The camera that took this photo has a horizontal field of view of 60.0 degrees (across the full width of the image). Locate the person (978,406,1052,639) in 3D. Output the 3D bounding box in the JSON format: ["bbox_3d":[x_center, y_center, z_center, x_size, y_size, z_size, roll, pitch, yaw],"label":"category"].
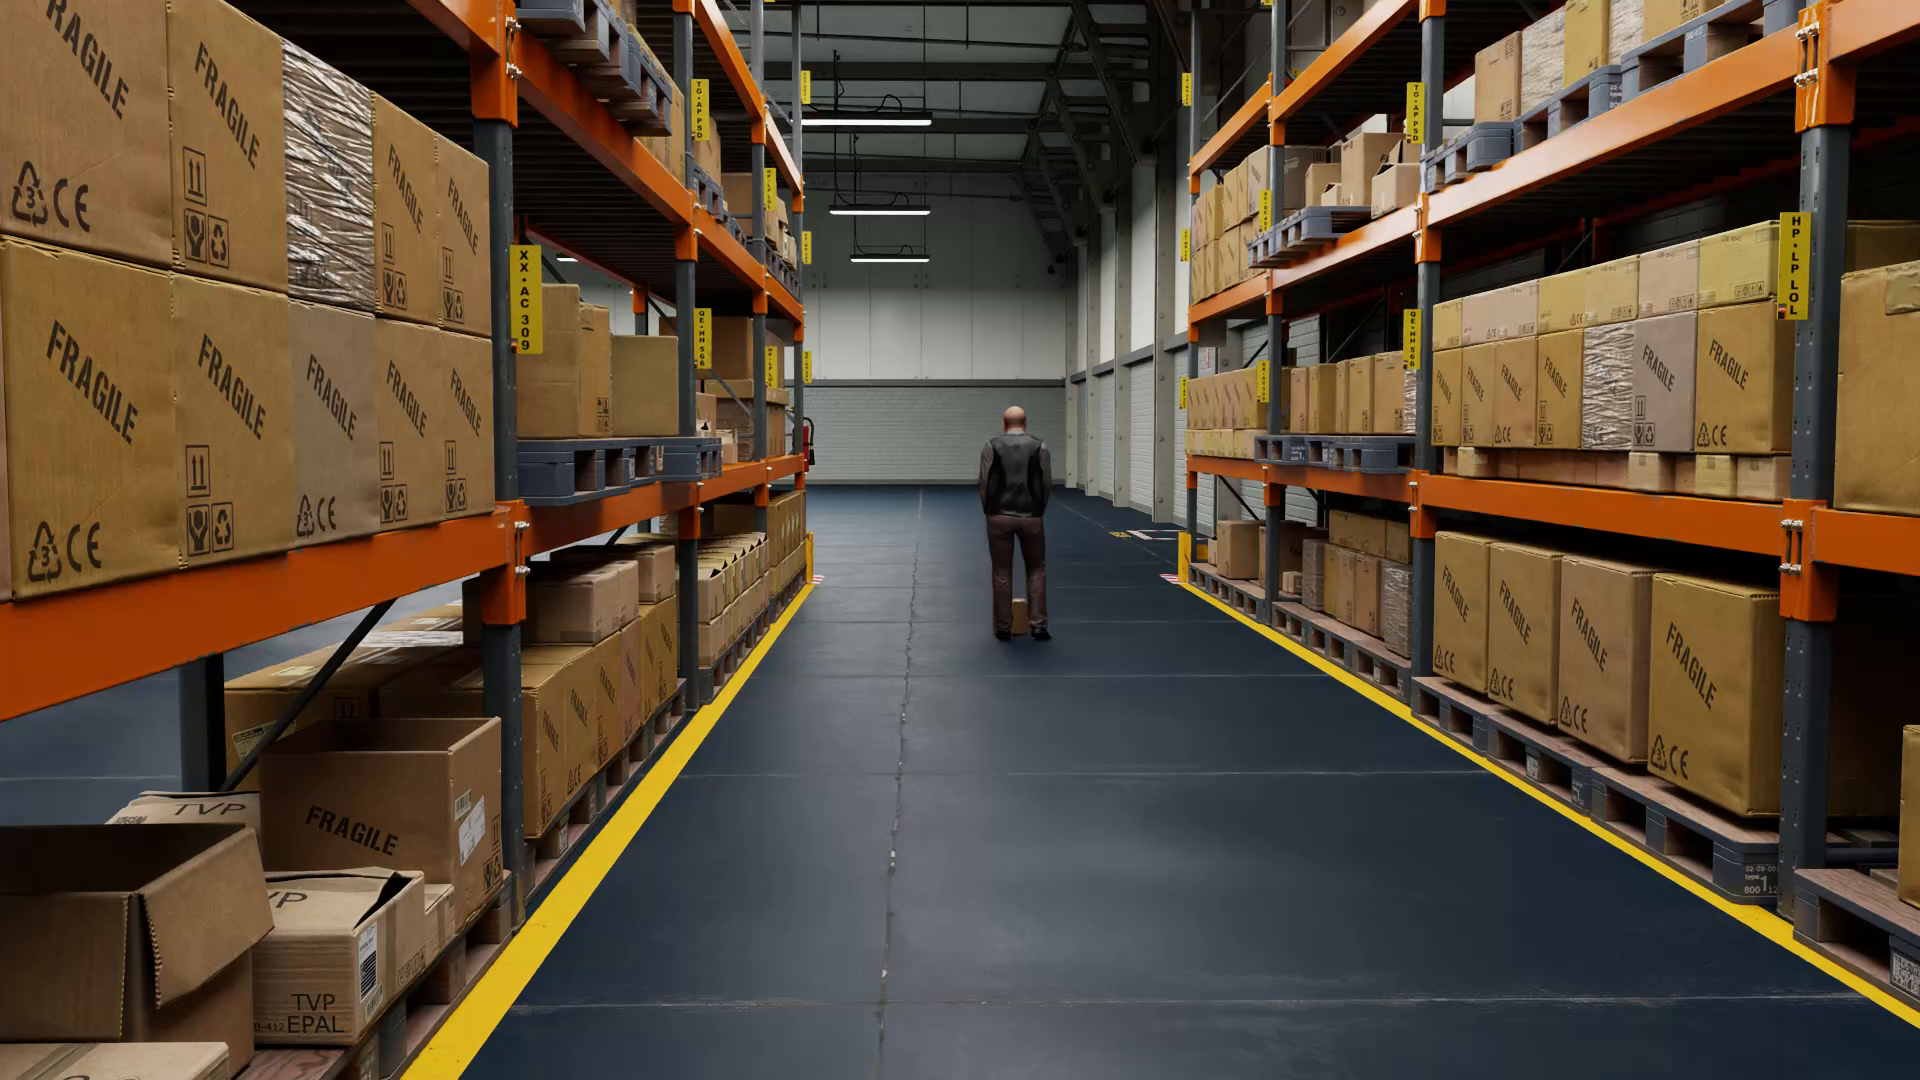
[{"bbox_3d":[0.417,-0.100,12.334,0.569,1.782,0.526,0,4,-2],"label":"person"}]
